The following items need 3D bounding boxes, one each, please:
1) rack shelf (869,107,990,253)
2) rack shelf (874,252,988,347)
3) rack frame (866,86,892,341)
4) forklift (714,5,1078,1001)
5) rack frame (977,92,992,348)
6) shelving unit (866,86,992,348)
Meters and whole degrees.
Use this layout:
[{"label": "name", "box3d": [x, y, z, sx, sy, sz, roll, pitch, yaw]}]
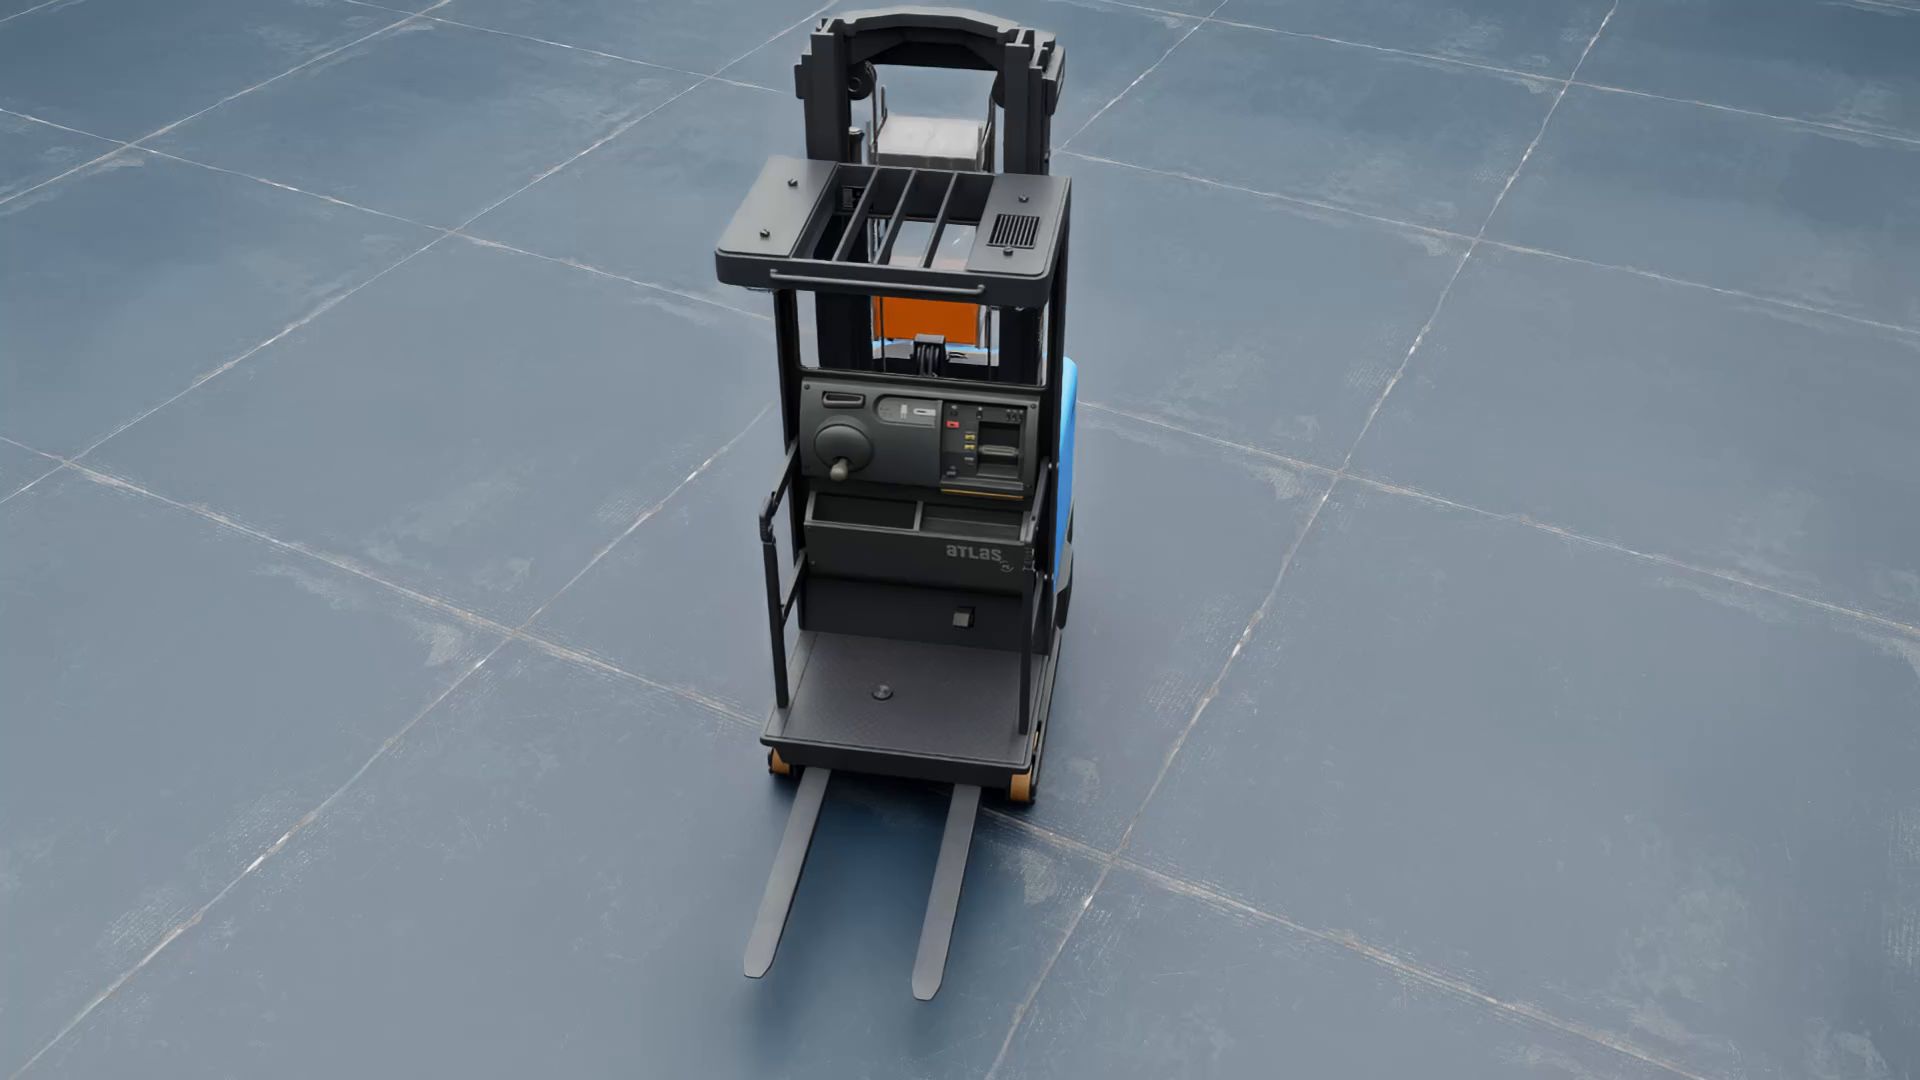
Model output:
[{"label": "rack shelf", "box3d": [-0.129, -1.609, 7.498, 0.480, 0.518, 0.431, 5, 37, 7]}, {"label": "rack shelf", "box3d": [-0.129, -1.052, 7.921, 0.480, 0.518, 0.431, 5, 37, 7]}, {"label": "rack frame", "box3d": [-0.370, -1.083, 7.941, 0.015, 2.100, 0.400, 5, 37, 7]}, {"label": "forklift", "box3d": [-0.192, -0.326, 6.255, 1.130, 2.935, 3.031, 6, 38, 7]}, {"label": "rack frame", "box3d": [0.113, -1.041, 7.885, 0.015, 2.100, 0.400, 5, 37, 7]}, {"label": "shelving unit", "box3d": [-0.129, -1.062, 7.913, 0.503, 2.100, 0.431, 5, 37, 7]}]
